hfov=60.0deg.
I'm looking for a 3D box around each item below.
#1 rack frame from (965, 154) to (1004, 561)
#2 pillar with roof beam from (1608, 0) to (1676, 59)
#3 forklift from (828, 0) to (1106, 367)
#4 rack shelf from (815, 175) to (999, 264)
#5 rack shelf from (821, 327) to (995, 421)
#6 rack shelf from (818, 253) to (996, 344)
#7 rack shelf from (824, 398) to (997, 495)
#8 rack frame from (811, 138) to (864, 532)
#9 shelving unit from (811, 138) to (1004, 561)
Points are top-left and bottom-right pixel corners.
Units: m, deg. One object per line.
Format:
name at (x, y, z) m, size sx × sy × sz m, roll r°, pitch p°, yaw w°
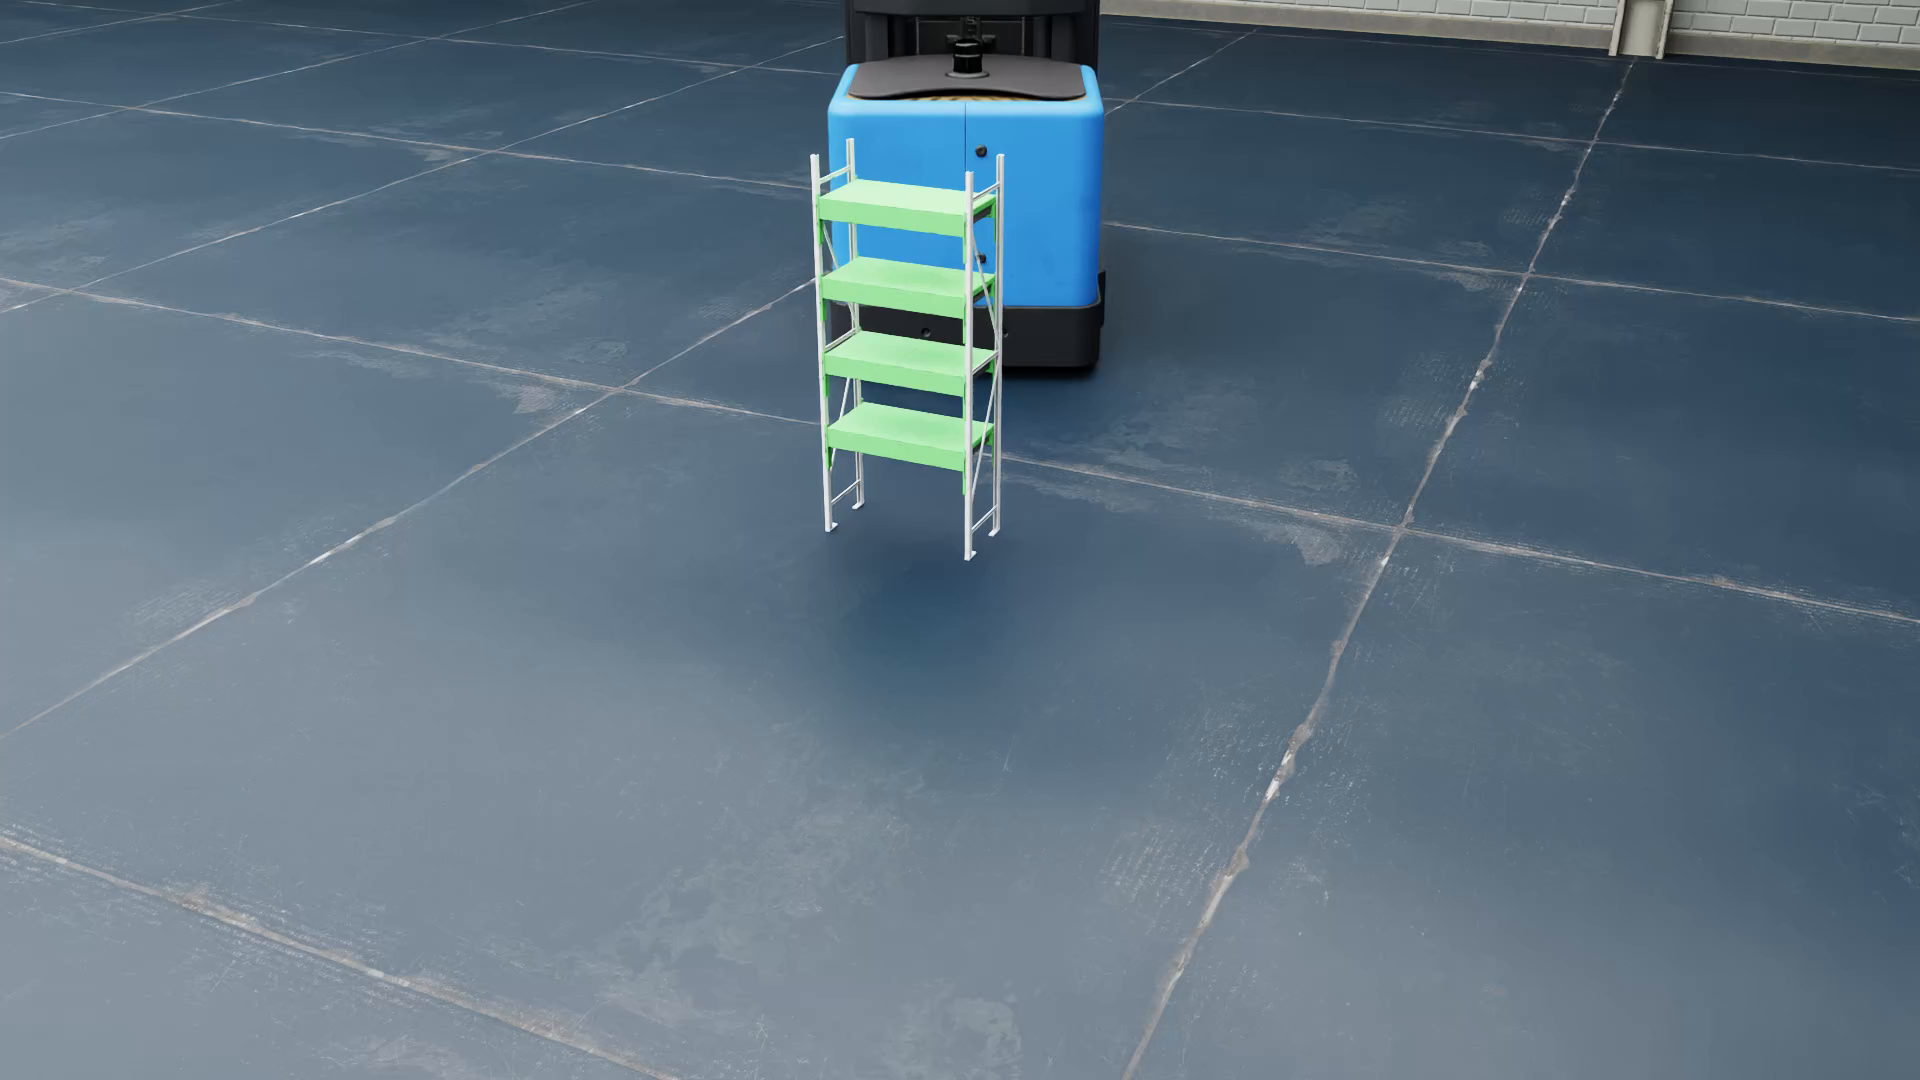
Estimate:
rack frame at (0.071, -0.524, 4.956) m, size 0.015 × 1.200 × 0.240 m, roll 11°, pitch 28°, yaw 22°
pillar with roof beam at (3.485, -6.087, 7.426) m, size 0.400 × 9.000 × 9.100 m, roll 11°, pitch 28°, yaw 22°
forklift at (0.057, -2.594, 7.201) m, size 1.130 × 2.935 × 3.031 m, roll 1°, pitch 26°, yaw 1°
rack shelf at (-0.151, -0.942, 4.863) m, size 0.480 × 0.148 × 0.258 m, roll 11°, pitch 28°, yaw 22°
rack shelf at (-0.151, -0.511, 5.075) m, size 0.480 × 0.148 × 0.258 m, roll 11°, pitch 28°, yaw 22°
rack shelf at (-0.151, -0.727, 4.969) m, size 0.480 × 0.148 × 0.258 m, roll 11°, pitch 28°, yaw 22°
rack shelf at (-0.151, -0.296, 5.181) m, size 0.480 × 0.148 × 0.258 m, roll 11°, pitch 28°, yaw 22°
rack frame at (-0.373, -0.613, 5.137) m, size 0.015 × 1.200 × 0.240 m, roll 11°, pitch 28°, yaw 22°
shelving unit at (-0.151, -0.569, 5.046) m, size 0.503 × 1.200 × 0.258 m, roll 11°, pitch 28°, yaw 22°
